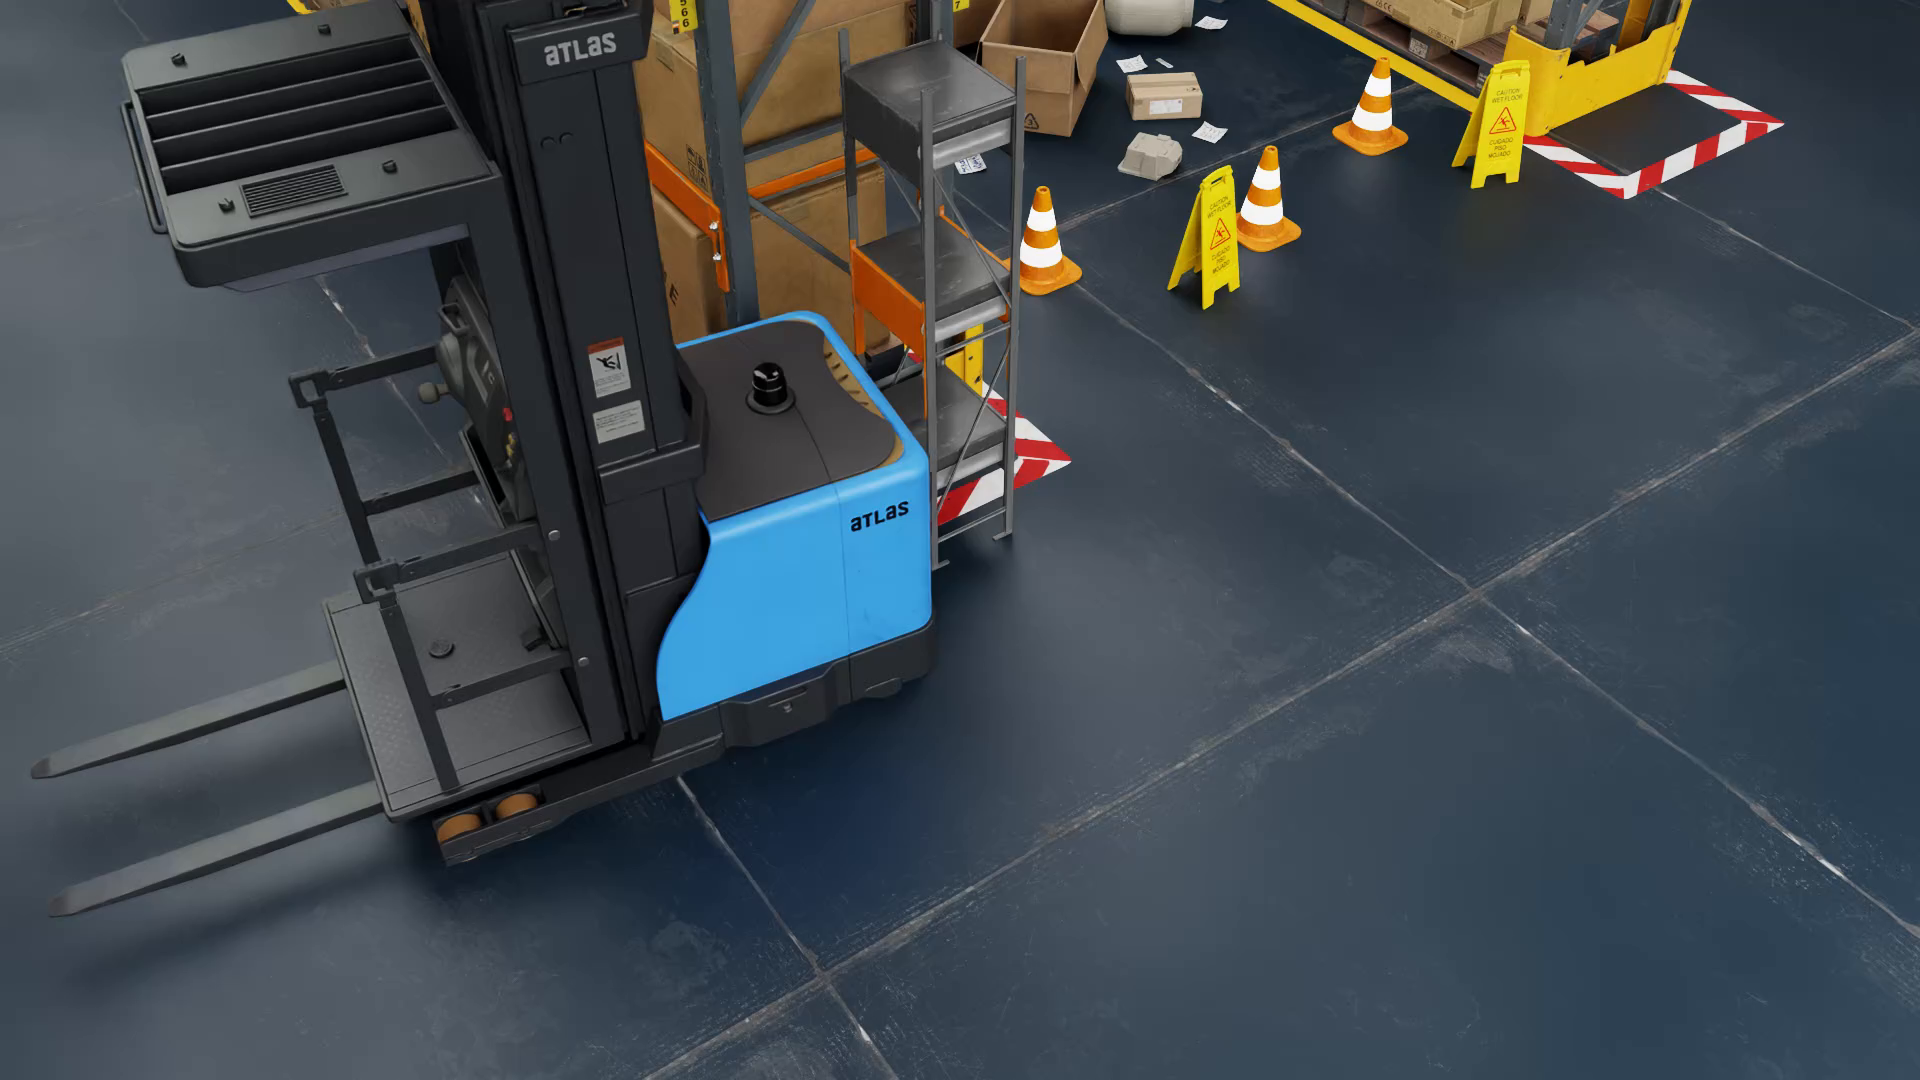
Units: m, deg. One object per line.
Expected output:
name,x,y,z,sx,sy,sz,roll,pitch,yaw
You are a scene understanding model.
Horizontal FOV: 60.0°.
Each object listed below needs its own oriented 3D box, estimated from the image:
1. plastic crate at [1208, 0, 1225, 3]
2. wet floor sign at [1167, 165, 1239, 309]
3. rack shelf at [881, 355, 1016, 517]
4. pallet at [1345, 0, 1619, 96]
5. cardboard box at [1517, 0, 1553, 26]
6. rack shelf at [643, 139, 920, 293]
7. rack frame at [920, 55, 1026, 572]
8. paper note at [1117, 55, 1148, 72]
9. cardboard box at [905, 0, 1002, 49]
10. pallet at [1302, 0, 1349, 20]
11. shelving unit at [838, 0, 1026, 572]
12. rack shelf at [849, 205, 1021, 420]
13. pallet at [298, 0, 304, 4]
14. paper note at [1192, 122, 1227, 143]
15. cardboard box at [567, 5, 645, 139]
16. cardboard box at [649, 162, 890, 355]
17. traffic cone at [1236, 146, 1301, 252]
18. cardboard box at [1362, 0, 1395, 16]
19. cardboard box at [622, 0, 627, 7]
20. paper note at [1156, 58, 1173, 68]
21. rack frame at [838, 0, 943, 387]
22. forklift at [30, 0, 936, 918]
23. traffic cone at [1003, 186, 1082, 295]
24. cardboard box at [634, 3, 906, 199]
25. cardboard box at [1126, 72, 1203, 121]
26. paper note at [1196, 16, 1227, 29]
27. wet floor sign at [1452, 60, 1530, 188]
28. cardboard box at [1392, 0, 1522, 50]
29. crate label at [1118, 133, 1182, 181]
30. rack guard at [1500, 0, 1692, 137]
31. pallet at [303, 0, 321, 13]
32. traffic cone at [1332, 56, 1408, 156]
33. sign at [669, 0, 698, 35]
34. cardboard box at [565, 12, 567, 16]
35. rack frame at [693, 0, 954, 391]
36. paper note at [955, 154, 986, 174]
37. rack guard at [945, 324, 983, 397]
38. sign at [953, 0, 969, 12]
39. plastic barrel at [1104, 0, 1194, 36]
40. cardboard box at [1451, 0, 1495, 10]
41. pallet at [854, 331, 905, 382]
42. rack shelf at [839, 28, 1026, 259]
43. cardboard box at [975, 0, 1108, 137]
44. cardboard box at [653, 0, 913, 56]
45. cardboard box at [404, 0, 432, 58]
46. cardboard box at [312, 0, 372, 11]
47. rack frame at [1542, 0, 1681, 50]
plastic crate,1.472,-3.543,10.403,0.583,0.080,0.402,26,49,25
wet floor sign,1.173,-1.448,7.800,0.267,0.644,0.232,-35,53,-31
rack shelf,-0.095,-0.337,6.616,0.431,0.518,0.480,-26,49,-24
pallet,3.056,-3.055,9.798,1.003,0.211,1.213,-26,49,-24
cardboard box,3.300,-3.270,9.690,0.500,0.250,0.500,-26,49,-25
rack shelf,-1.611,-2.407,7.620,1.077,0.370,4.000,-26,49,-24
rack frame,0.045,-0.715,5.978,0.400,2.100,0.015,-26,49,-24
paper note,0.999,-2.758,9.625,0.148,0.019,0.142,-10,45,-11
cardboard box,-0.088,-3.214,9.654,0.797,0.637,0.503,-26,49,-24
pallet,2.362,-3.746,10.521,1.003,0.211,1.213,-26,49,-24
shelving unit,-0.095,-0.853,6.123,0.431,2.100,0.503,-26,49,-24
rack shelf,-0.095,-0.843,6.133,0.431,0.518,0.480,-26,49,-24
pallet,-3.961,-3.890,10.672,1.003,0.211,1.213,-26,49,-24
paper note,1.361,-2.222,9.055,0.142,0.019,0.148,26,49,25
cardboard box,-1.049,-2.083,6.652,0.875,0.550,0.550,-26,49,-24
cardboard box,-0.909,-1.275,7.148,0.875,0.875,0.875,-25,49,-24
traffic cone,1.515,-1.732,8.229,0.336,0.463,0.334,-26,49,-24
cardboard box,2.562,-3.352,9.776,0.500,0.250,0.500,-26,49,-24
cardboard box,-1.038,-2.479,6.284,0.875,0.550,0.550,-26,49,-24
paper note,1.184,-2.765,9.639,0.032,0.001,0.123,-26,49,-24
rack frame,-0.234,-0.991,6.268,0.400,2.100,0.015,-26,49,-24
forklift,-1.641,-0.394,5.040,3.031,2.935,1.130,-19,47,-19
traffic cone,0.394,-1.478,7.963,0.336,0.463,0.334,-26,49,-24
cardboard box,-0.717,-1.781,6.334,0.875,0.550,0.550,-26,49,-24
cardboard box,1.129,-2.460,9.219,0.380,0.149,0.250,-3,44,-4
paper note,1.511,-3.107,9.982,0.148,0.019,0.142,26,49,25
wet floor sign,2.766,-2.165,8.550,0.267,0.644,0.232,-10,45,-11
cardboard box,2.838,-3.069,9.480,0.500,0.250,0.500,-26,49,-25
crate label,1.014,-2.035,8.782,0.298,0.136,0.250,18,47,18
rack guard,3.491,-2.686,9.201,1.175,0.500,0.348,-26,49,-24
pallet,-3.259,-3.198,9.947,1.003,0.211,1.213,-26,49,-24
traffic cone,2.231,-2.363,8.890,0.336,0.463,0.334,-26,49,-24
sign,-0.920,-1.832,5.487,0.100,0.325,0.005,-26,49,-24
cardboard box,-1.267,-2.450,7.036,0.875,0.550,0.550,-26,49,-24
rack frame,-0.467,-1.534,6.185,1.000,3.000,0.127,-26,49,-24
paper note,0.052,-1.995,8.819,0.144,0.017,0.142,-10,45,-11
rack guard,-0.454,-0.616,7.034,1.175,0.500,0.348,-26,49,-24
sign,-0.009,-2.092,6.085,0.100,0.325,0.005,-26,49,-24
plastic barrel,1.111,-3.187,9.781,0.512,0.421,0.421,4,44,4
cardboard box,2.863,-3.326,9.206,0.500,0.500,0.500,-25,49,-24
pallet,-0.989,-0.947,7.590,1.003,0.211,1.213,-26,49,-24
rack shelf,-0.095,-1.350,5.649,0.431,0.518,0.480,-26,49,-24
cardboard box,0.454,-2.638,9.149,0.637,0.503,0.797,11,45,11
cardboard box,-0.648,-2.204,5.996,0.875,0.550,0.550,-26,49,-24
cardboard box,-2.453,-2.799,8.744,0.875,0.875,0.875,-25,49,-24
cardboard box,-3.185,-3.454,9.521,1.050,0.750,0.750,-26,49,-25
rack frame,3.535,-3.547,8.293,1.000,3.000,0.127,-26,49,-24
